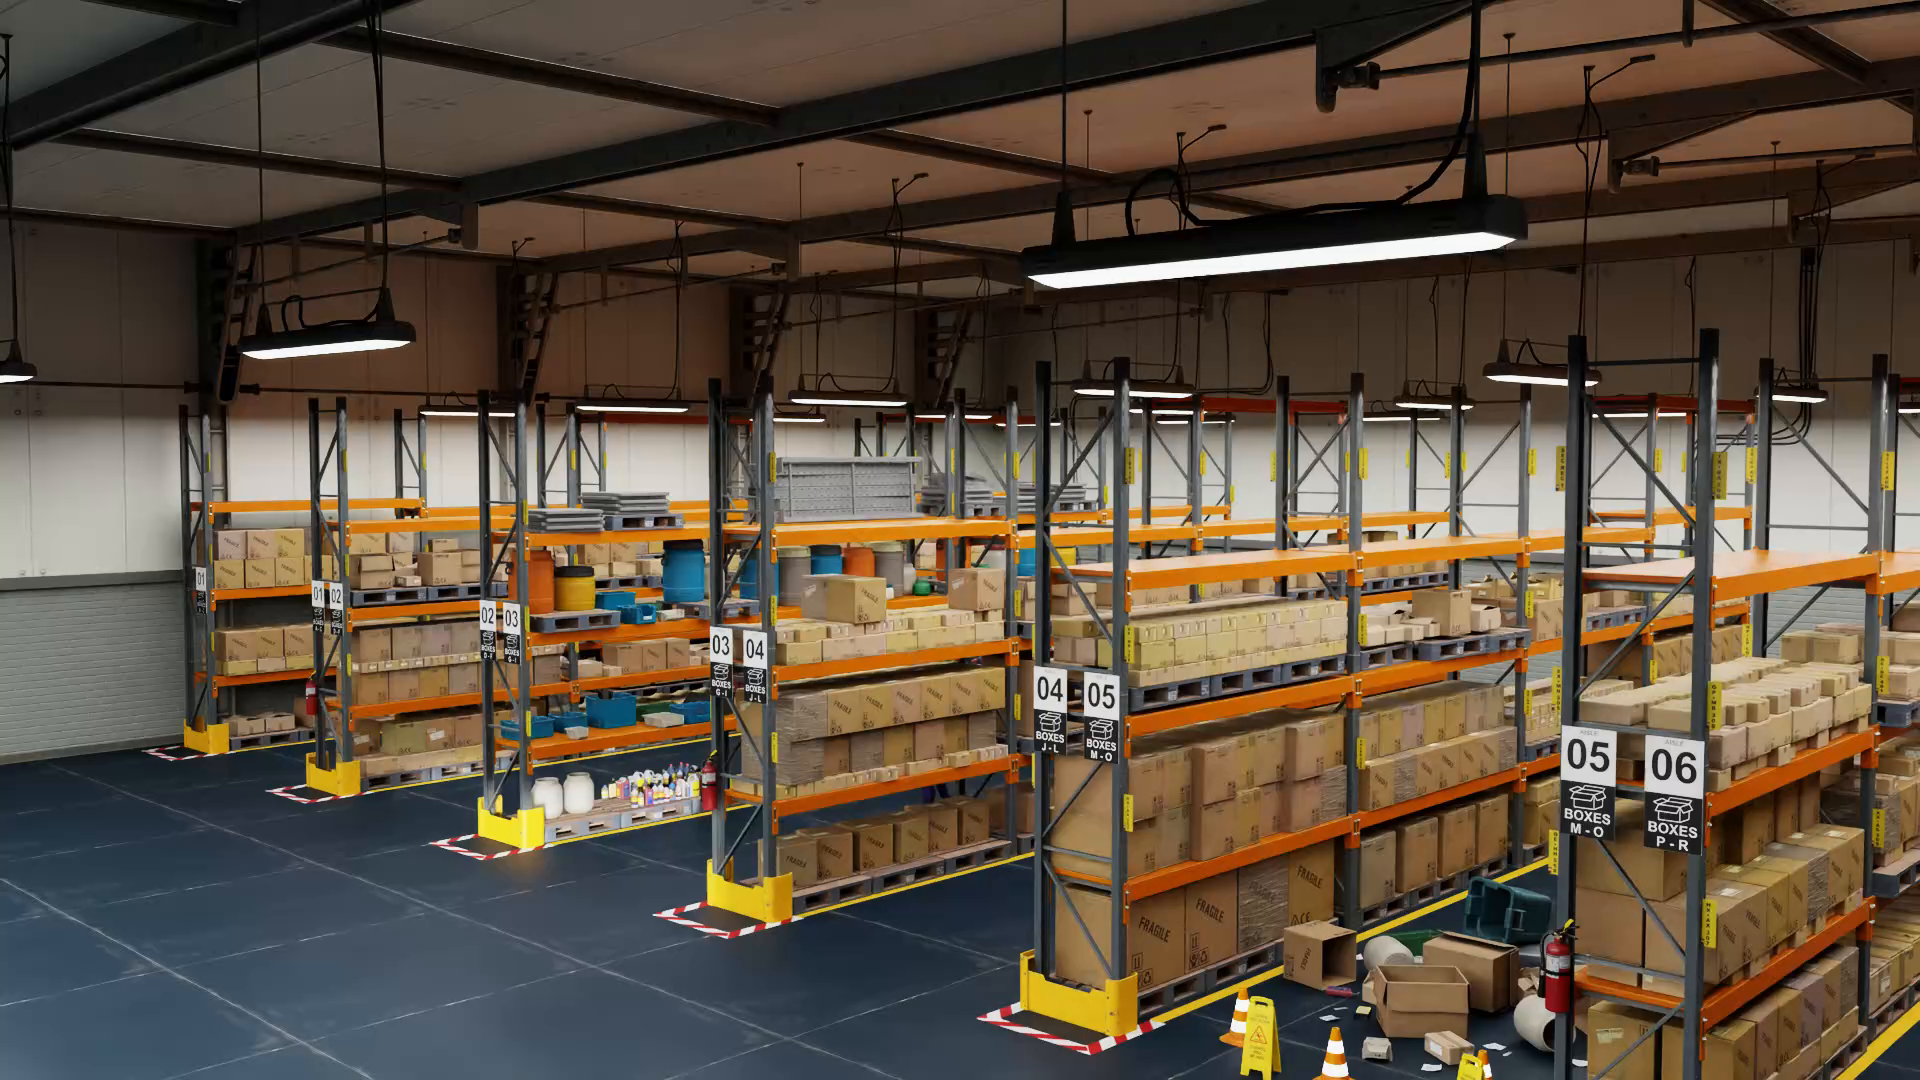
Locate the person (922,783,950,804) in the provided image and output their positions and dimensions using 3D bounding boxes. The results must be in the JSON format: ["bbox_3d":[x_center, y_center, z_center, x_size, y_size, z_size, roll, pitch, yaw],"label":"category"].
[{"bbox_3d":[-0.355,3.110,23.508,0.430,1.674,0.588,2,4,35],"label":"person"}]

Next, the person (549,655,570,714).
[{"bbox_3d":[-7.319,2.731,30.216,0.649,1.828,0.609,0,3,9],"label":"person"}]
